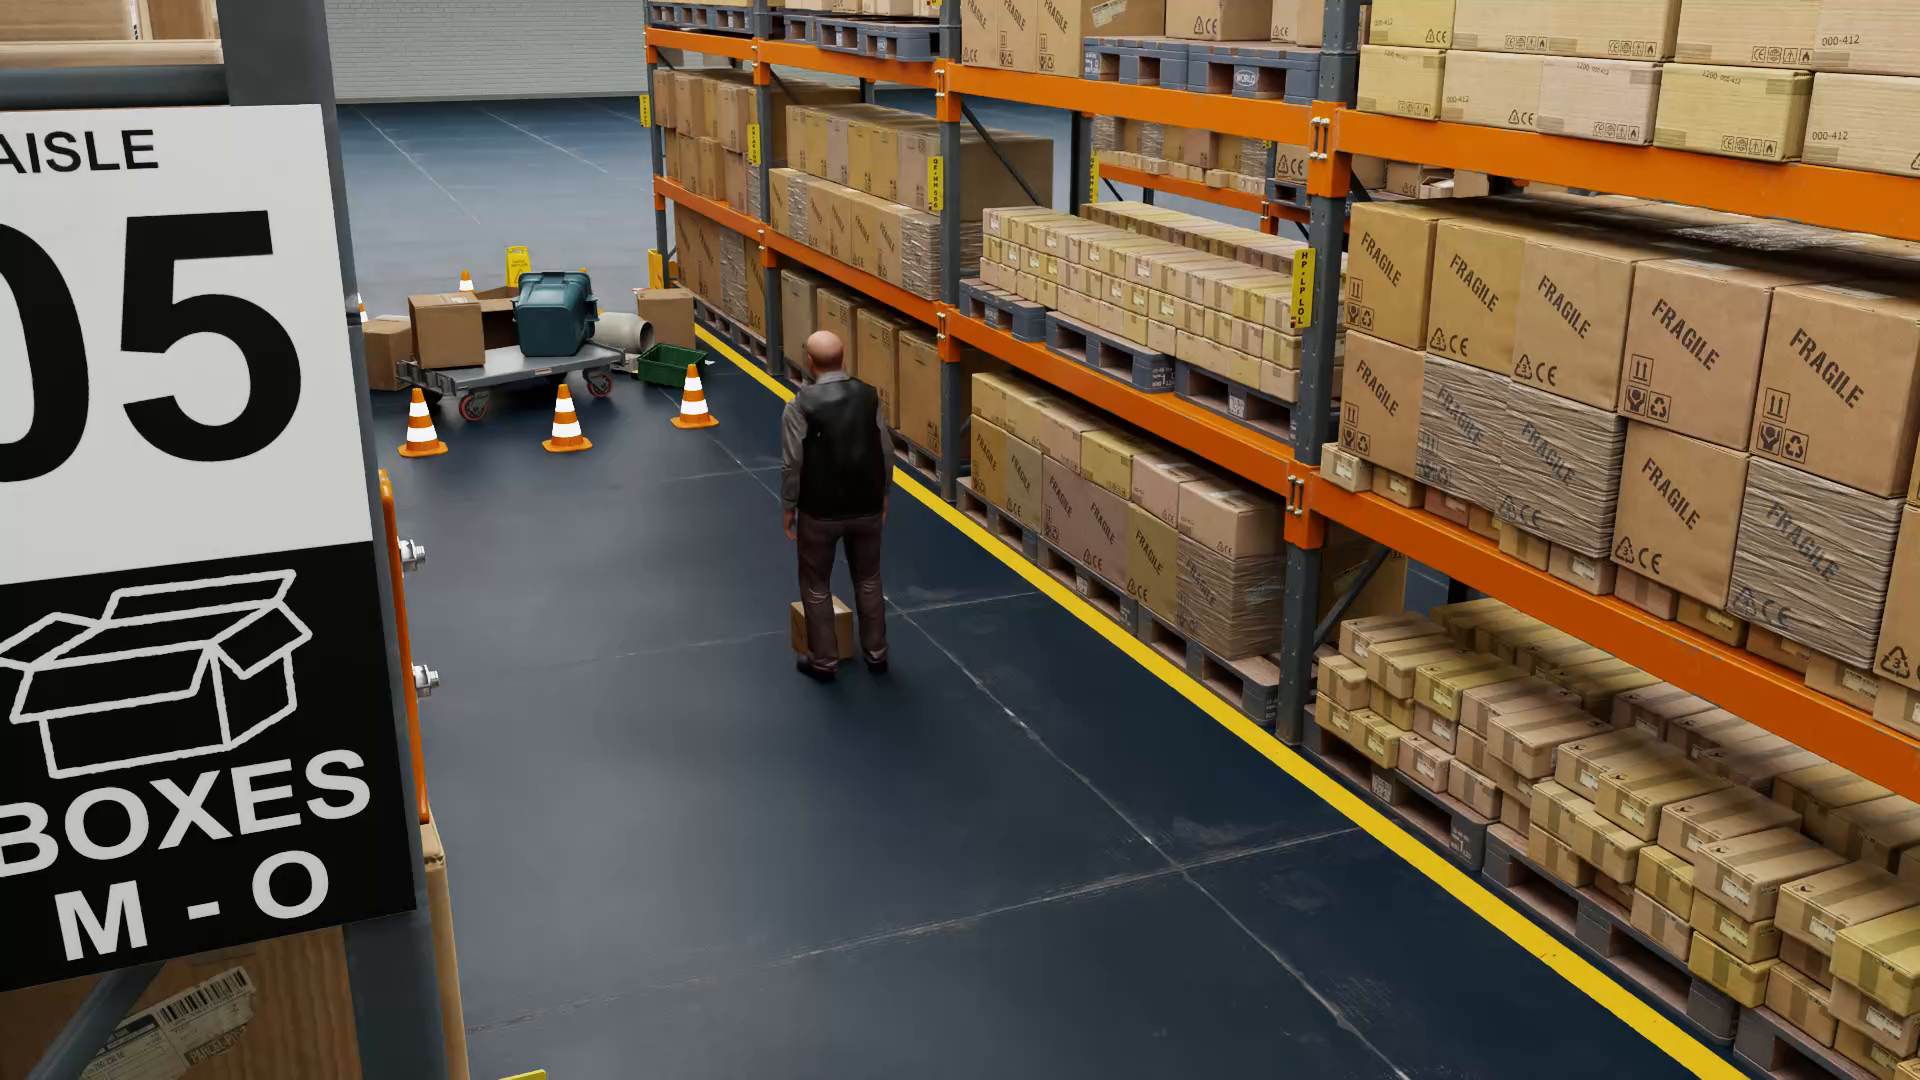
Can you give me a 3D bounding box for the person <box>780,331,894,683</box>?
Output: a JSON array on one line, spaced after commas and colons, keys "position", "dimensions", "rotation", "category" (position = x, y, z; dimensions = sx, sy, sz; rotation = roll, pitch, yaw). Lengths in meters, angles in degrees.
[{"position": [-0.589, -0.151, 8.047], "dimensions": [0.579, 1.719, 0.422], "rotation": [-9, 21, -25], "category": "person"}]
